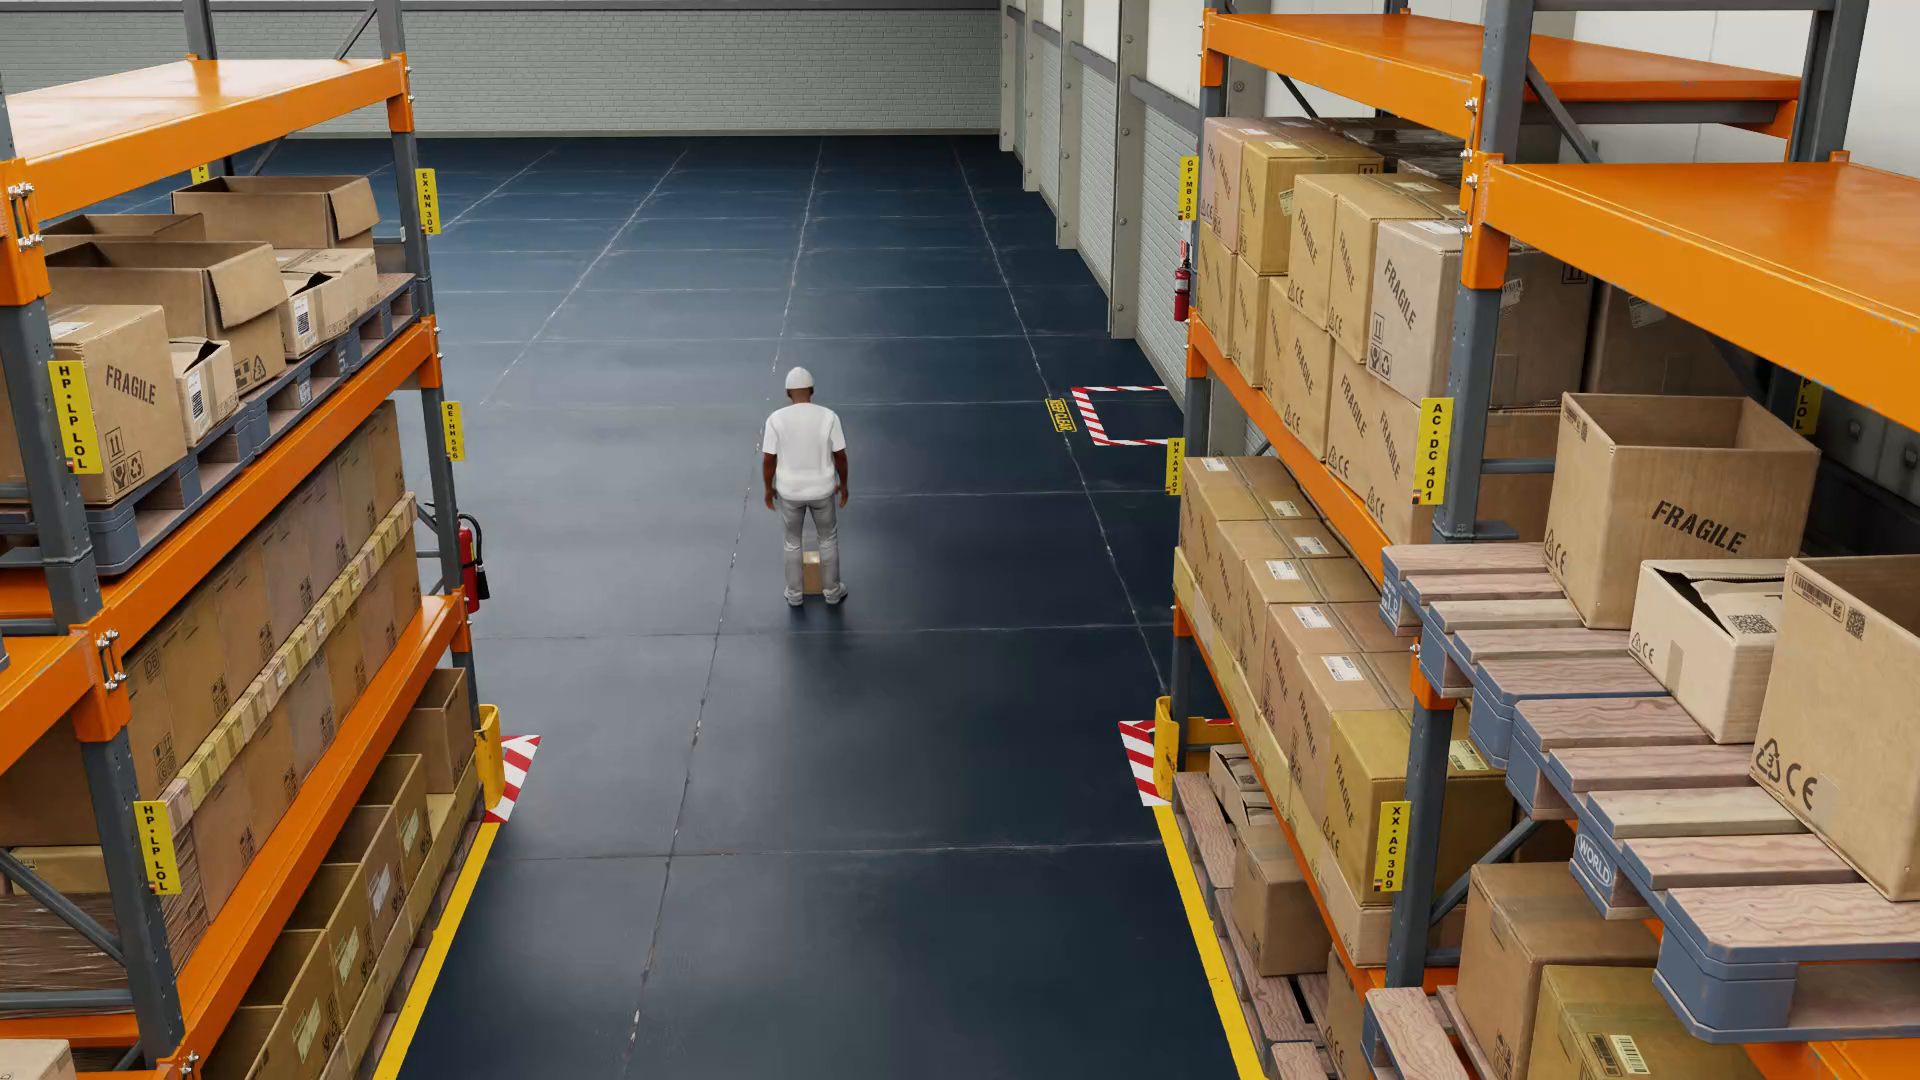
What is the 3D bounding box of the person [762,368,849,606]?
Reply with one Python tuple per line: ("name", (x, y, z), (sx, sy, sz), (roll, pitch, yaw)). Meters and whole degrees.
("person", (-1.119, -0.381, 12.083), (0.618, 1.760, 0.460), (-2, 20, -5))
